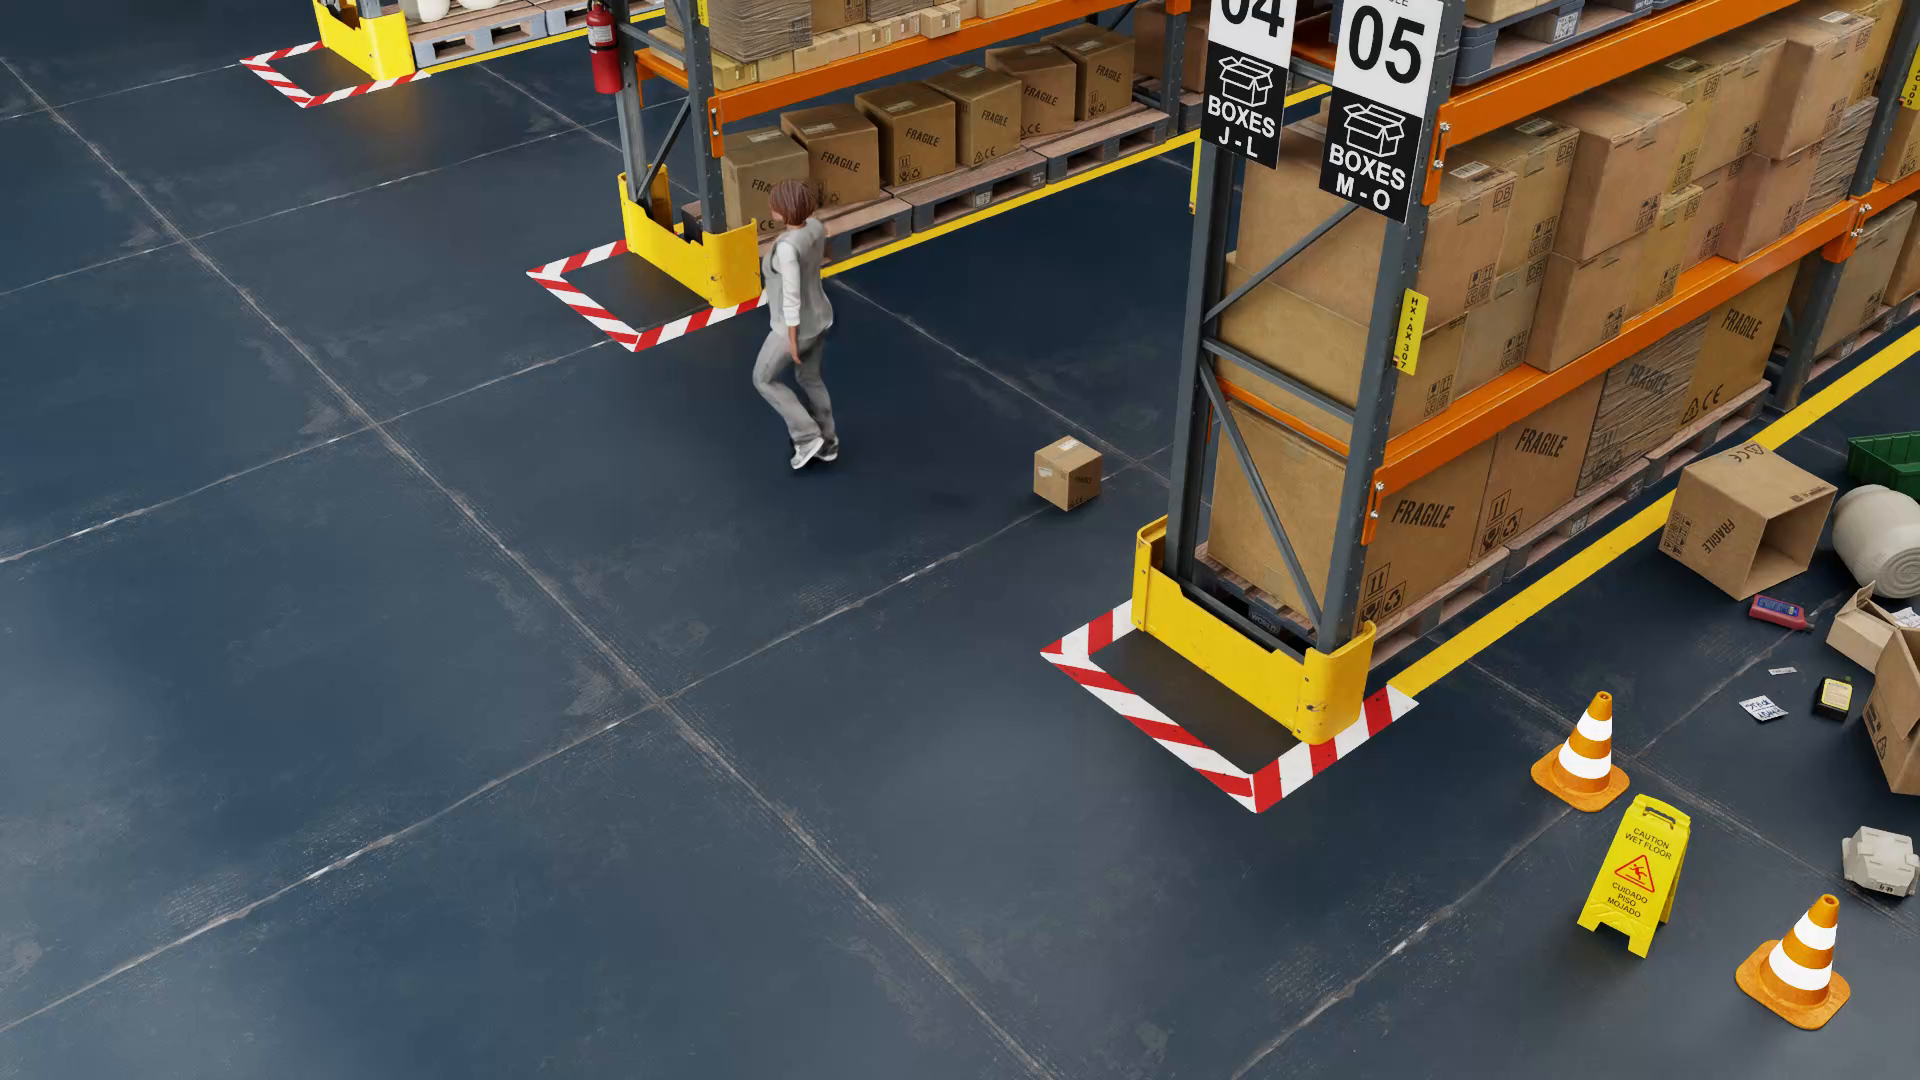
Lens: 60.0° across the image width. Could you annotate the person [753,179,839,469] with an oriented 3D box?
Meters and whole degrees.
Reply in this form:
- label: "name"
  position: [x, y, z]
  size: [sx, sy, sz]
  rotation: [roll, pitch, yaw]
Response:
- label: "person"
  position: [-0.837, -1.093, 8.530]
  size: [0.411, 1.604, 0.422]
  rotation: [15, 39, 19]
